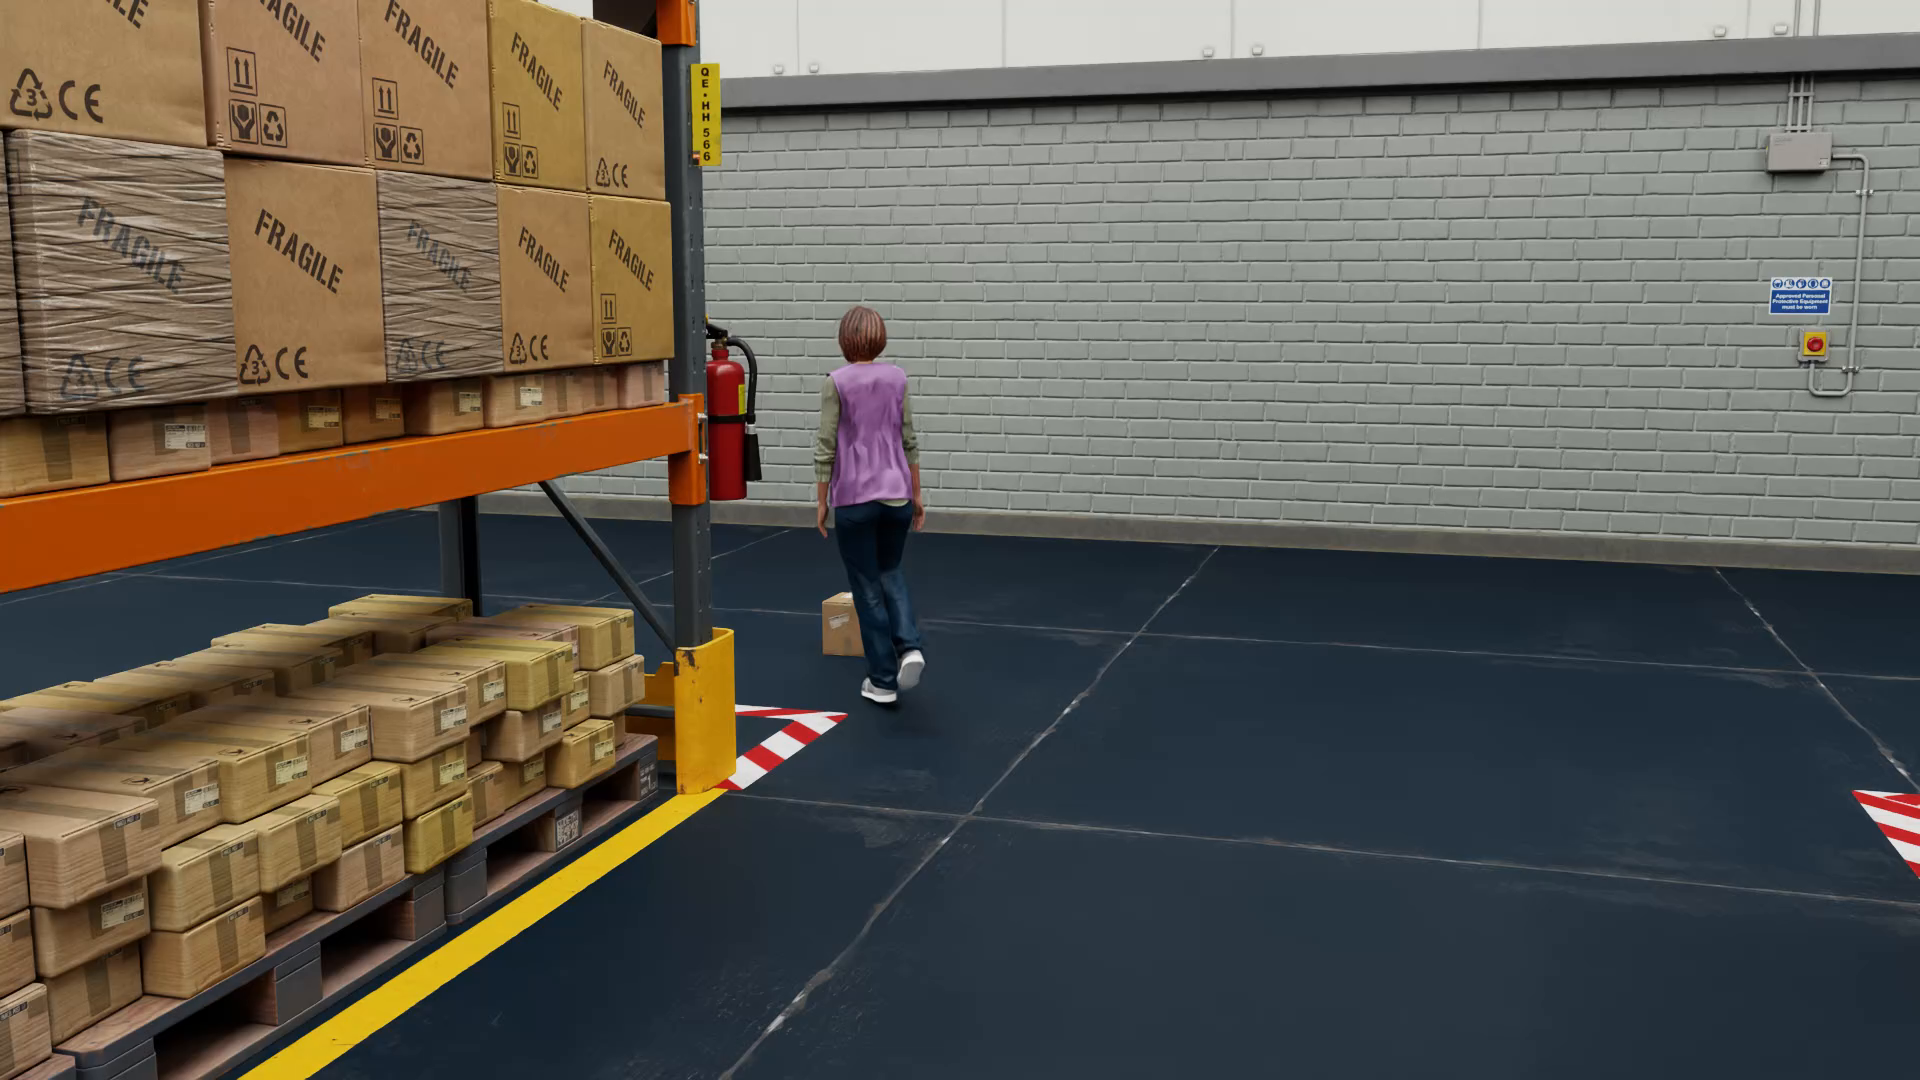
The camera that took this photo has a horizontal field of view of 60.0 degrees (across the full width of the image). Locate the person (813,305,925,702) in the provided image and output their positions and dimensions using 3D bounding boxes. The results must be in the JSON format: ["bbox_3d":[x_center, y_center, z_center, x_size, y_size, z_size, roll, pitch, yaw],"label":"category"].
[{"bbox_3d":[-0.358,-0.141,6.705,0.479,1.594,0.400,-4,9,-25],"label":"person"}]
